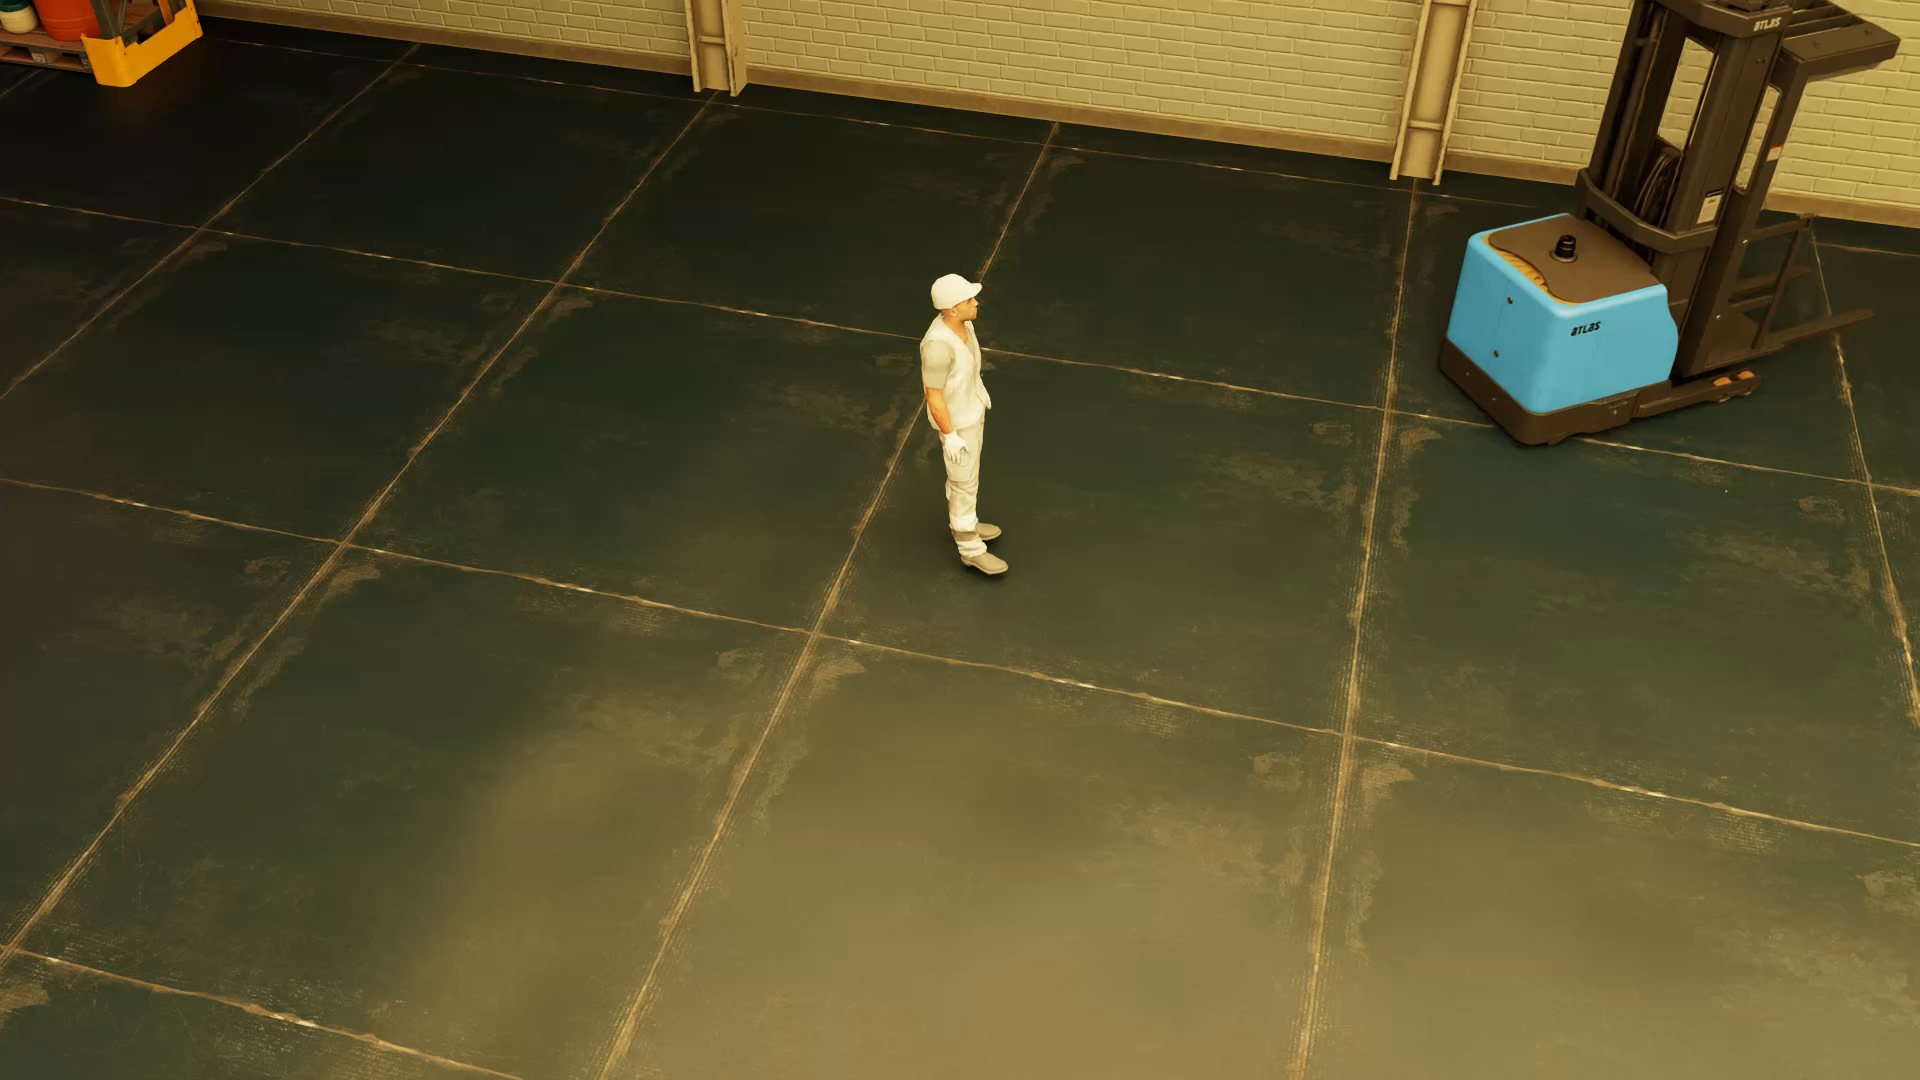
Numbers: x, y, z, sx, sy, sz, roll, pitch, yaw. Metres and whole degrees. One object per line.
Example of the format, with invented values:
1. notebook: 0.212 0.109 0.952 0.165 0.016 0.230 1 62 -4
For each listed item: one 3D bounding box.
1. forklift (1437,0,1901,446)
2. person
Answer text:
1. forklift: 4.825 -2.333 10.523 3.031 2.935 1.130 -15 43 -16
2. person: 0.075 -0.687 9.439 0.561 1.789 0.637 10 42 11
